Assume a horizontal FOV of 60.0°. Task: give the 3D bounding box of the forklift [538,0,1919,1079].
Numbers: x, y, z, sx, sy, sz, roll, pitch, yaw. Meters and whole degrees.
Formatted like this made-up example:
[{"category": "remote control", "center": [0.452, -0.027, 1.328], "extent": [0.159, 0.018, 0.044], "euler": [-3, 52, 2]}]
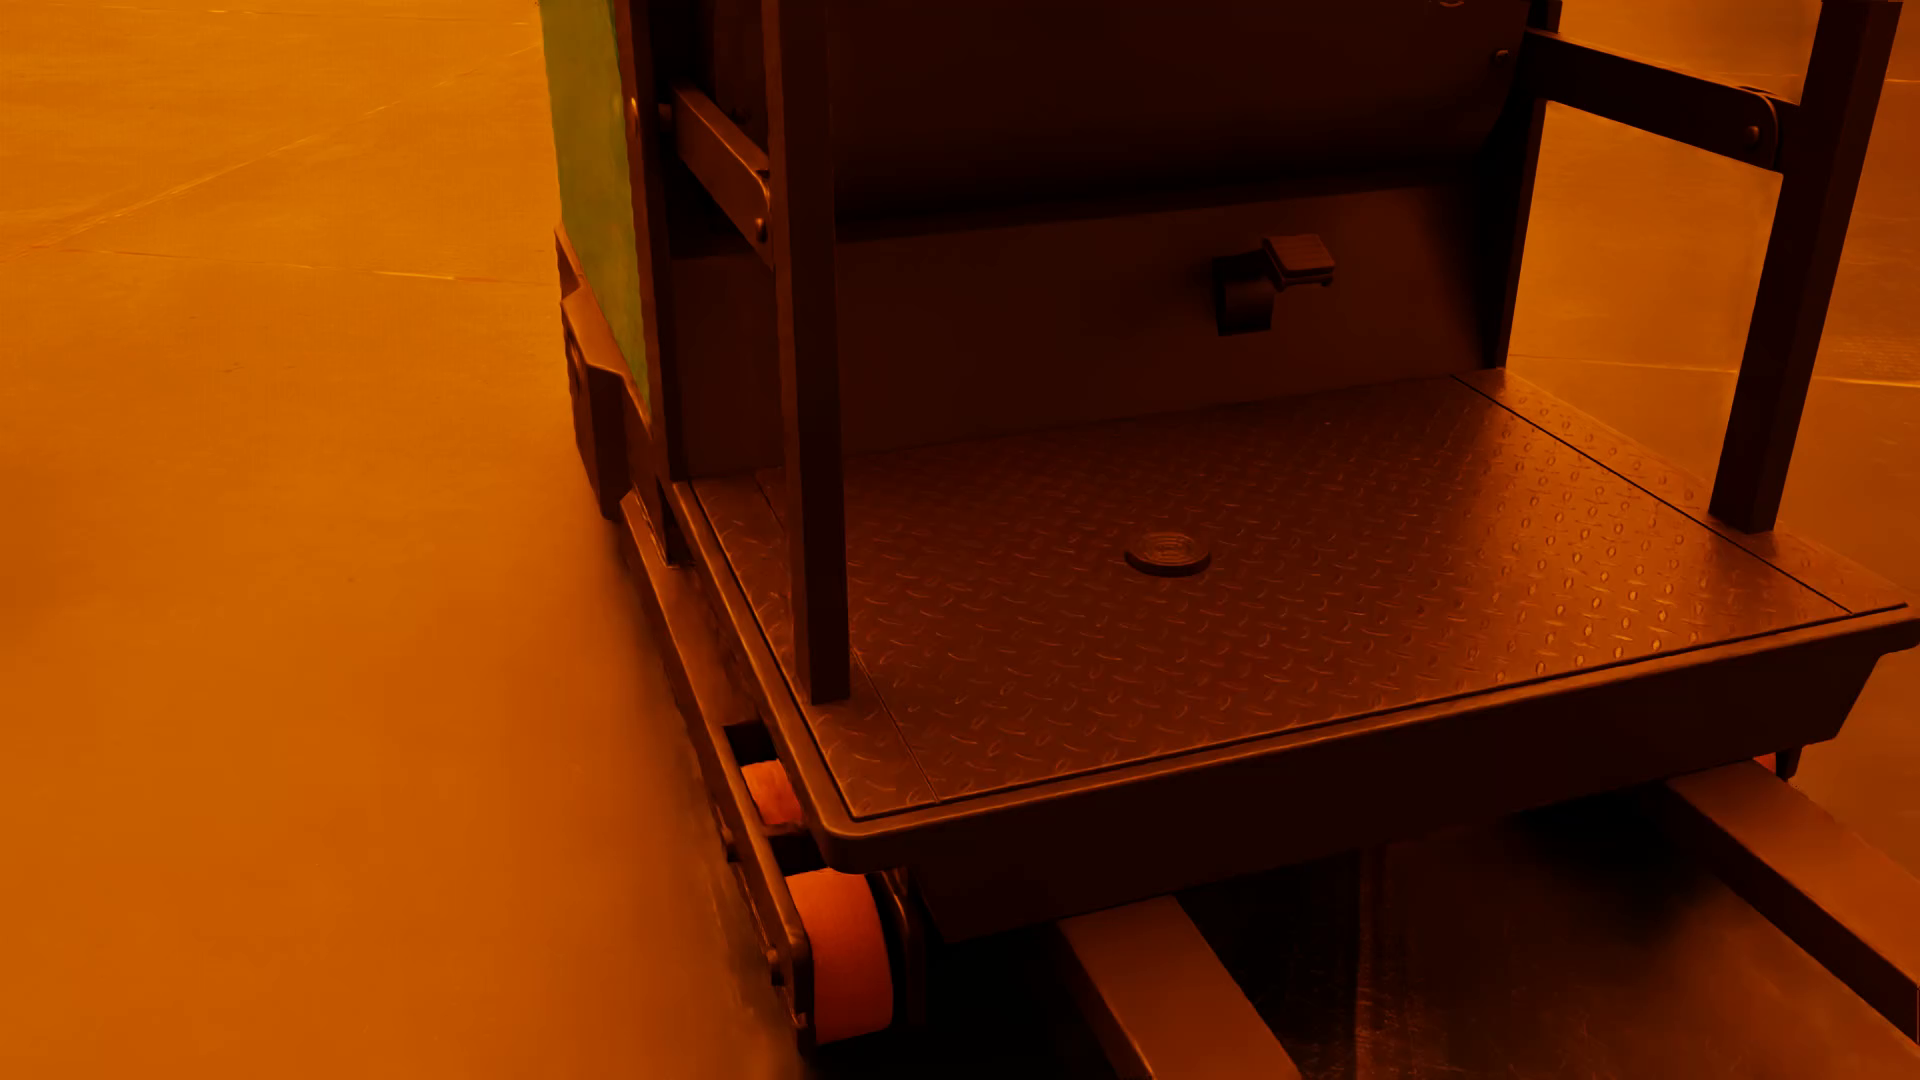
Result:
[{"category": "forklift", "center": [0.260, -1.044, 1.316], "extent": [1.130, 2.935, 3.031], "euler": [-9, 28, -17]}]
